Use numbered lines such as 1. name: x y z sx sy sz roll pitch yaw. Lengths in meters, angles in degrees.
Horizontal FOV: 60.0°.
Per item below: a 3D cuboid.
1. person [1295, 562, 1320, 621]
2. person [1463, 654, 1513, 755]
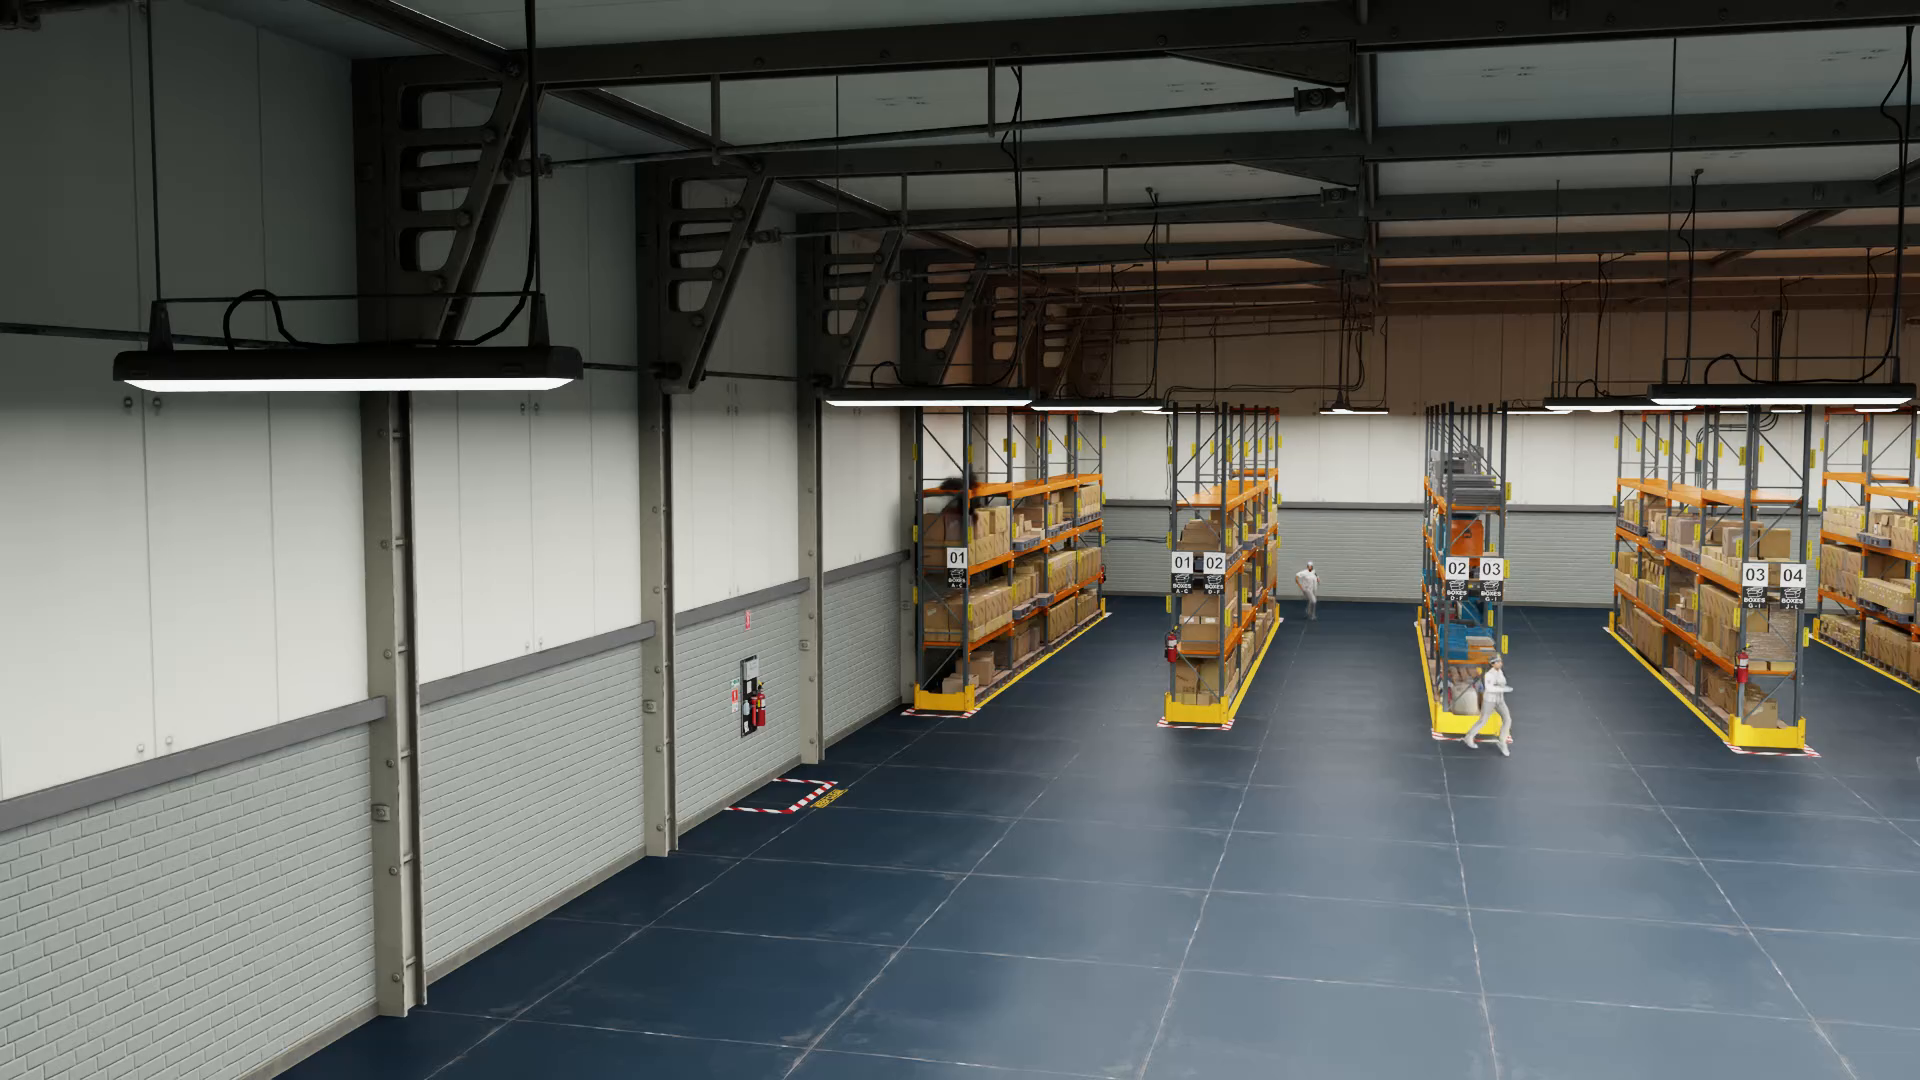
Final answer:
1. person: 9.841 1.447 46.930 0.714 1.682 0.659 -3 5 -31
2. person: 9.077 2.789 28.394 0.623 1.735 0.876 -3 5 -38
